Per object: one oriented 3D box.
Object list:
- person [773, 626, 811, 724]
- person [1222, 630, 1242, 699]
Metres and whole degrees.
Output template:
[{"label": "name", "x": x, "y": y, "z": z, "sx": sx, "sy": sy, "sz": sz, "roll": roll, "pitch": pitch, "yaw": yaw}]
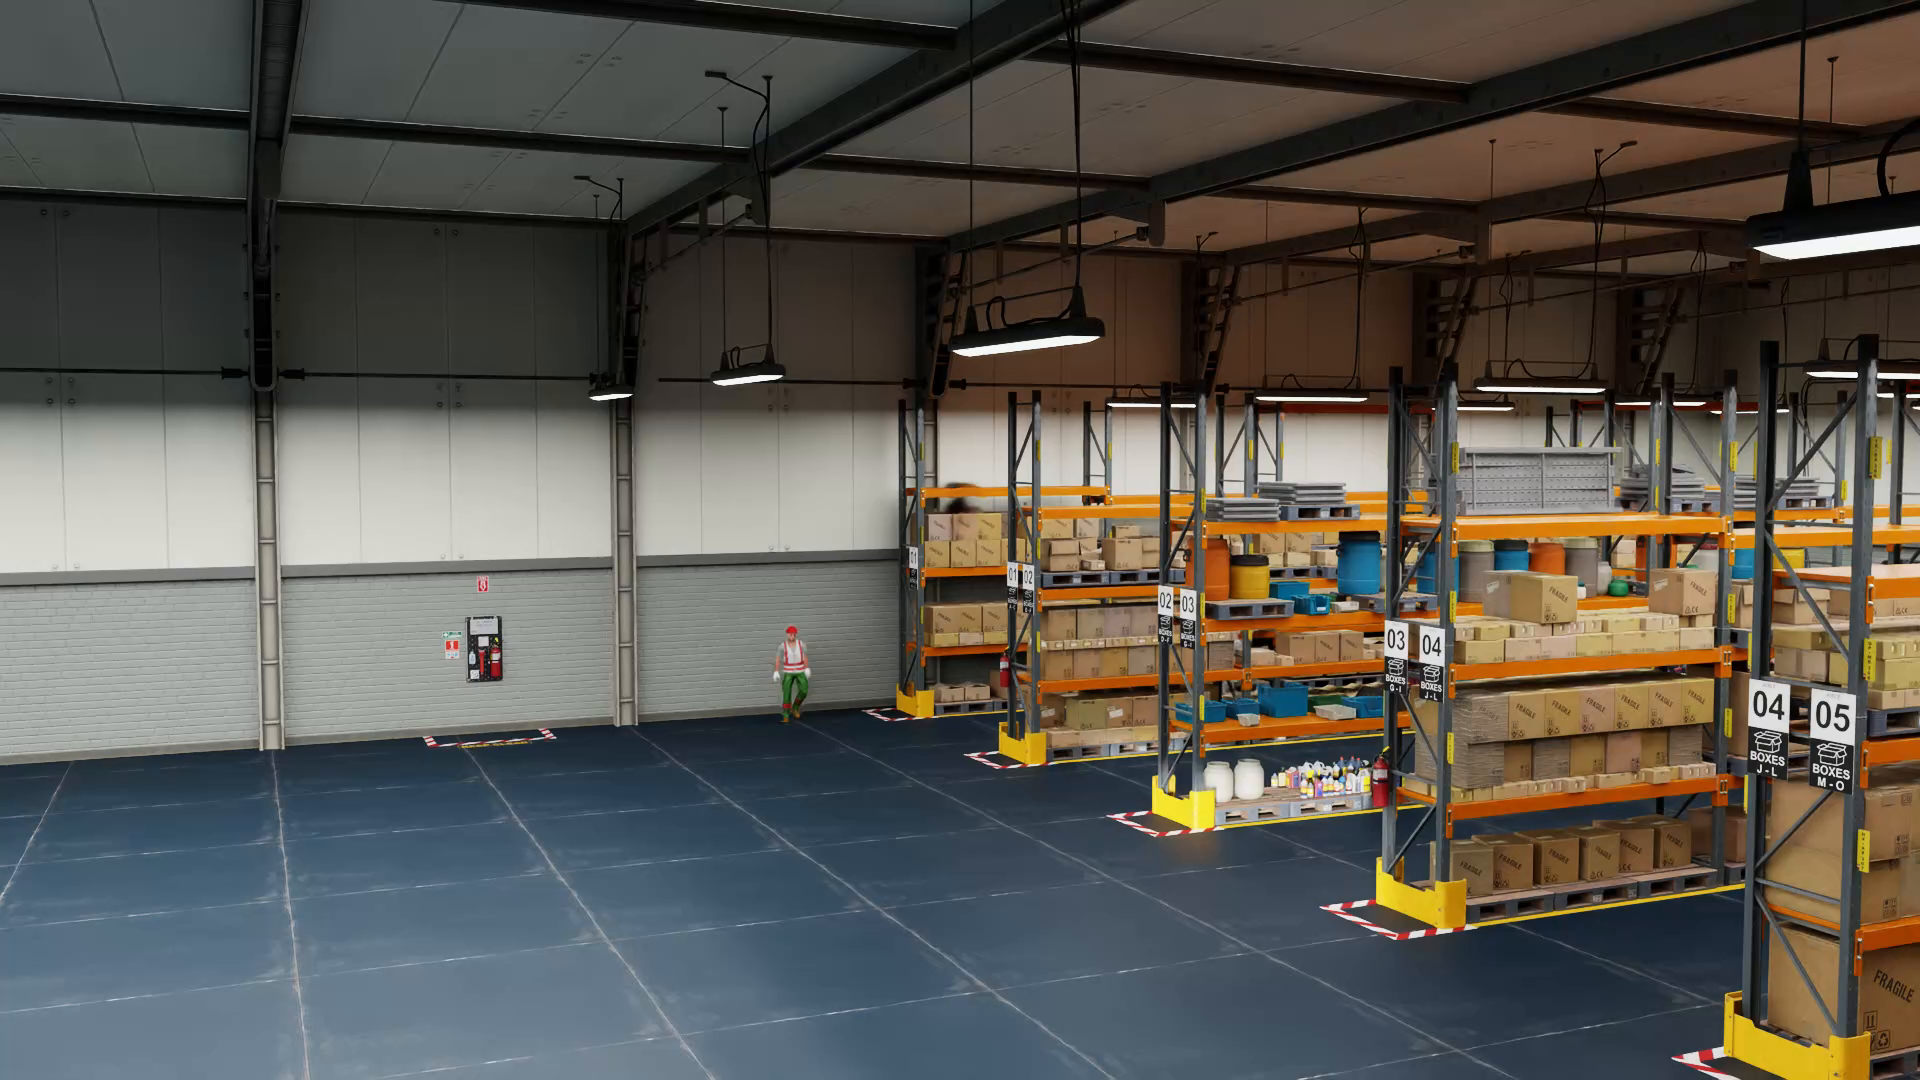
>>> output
[{"label": "person", "x": -3.109, "y": 2.474, "z": 30.759, "sx": 0.732, "sy": 1.787, "sz": 0.539, "roll": -1, "pitch": 3, "yaw": -13}, {"label": "person", "x": 4.973, "y": 2.458, "z": 30.872, "sx": 0.531, "sy": 1.810, "sz": 0.590, "roll": -1, "pitch": 4, "yaw": -19}]
